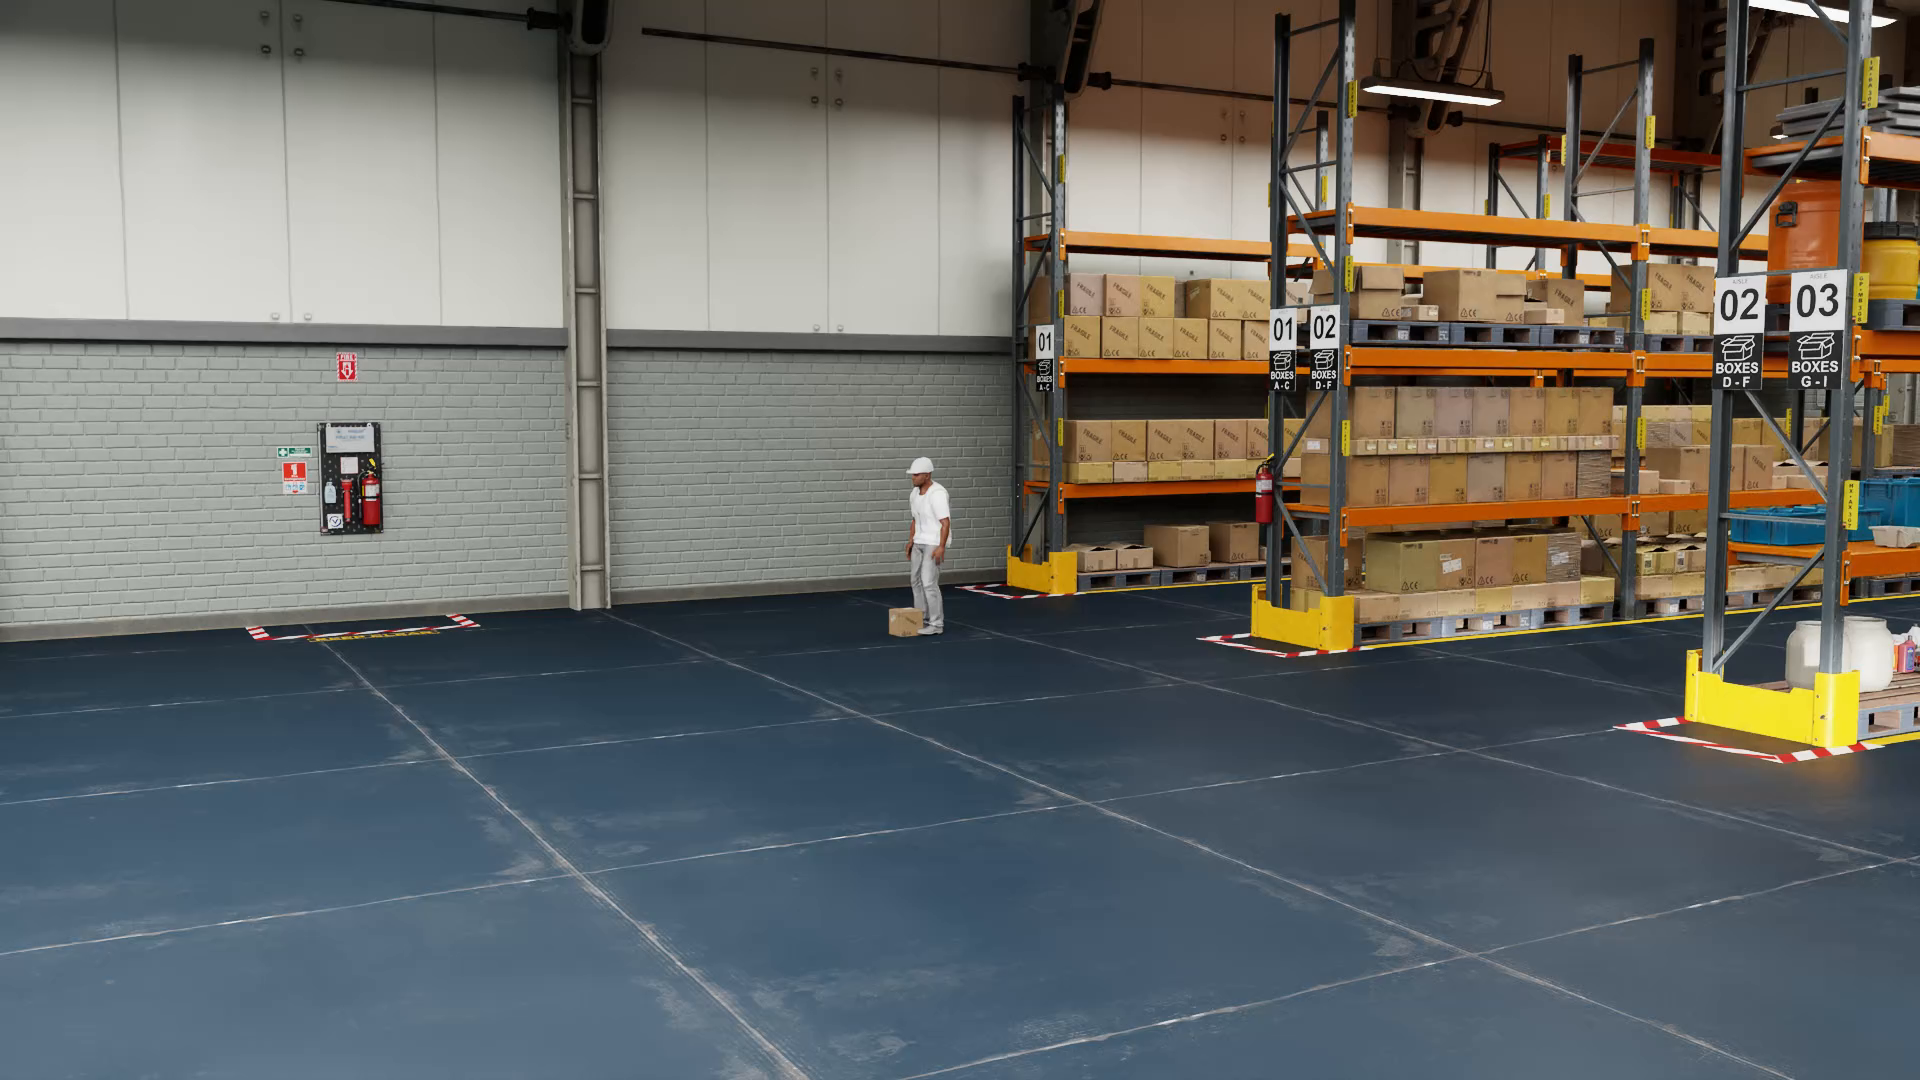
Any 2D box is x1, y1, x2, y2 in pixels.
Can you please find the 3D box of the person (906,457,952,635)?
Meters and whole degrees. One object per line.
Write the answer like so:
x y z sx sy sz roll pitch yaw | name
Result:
-0.337 0.054 16.539 0.461 1.759 0.631 -3 6 -32 | person
